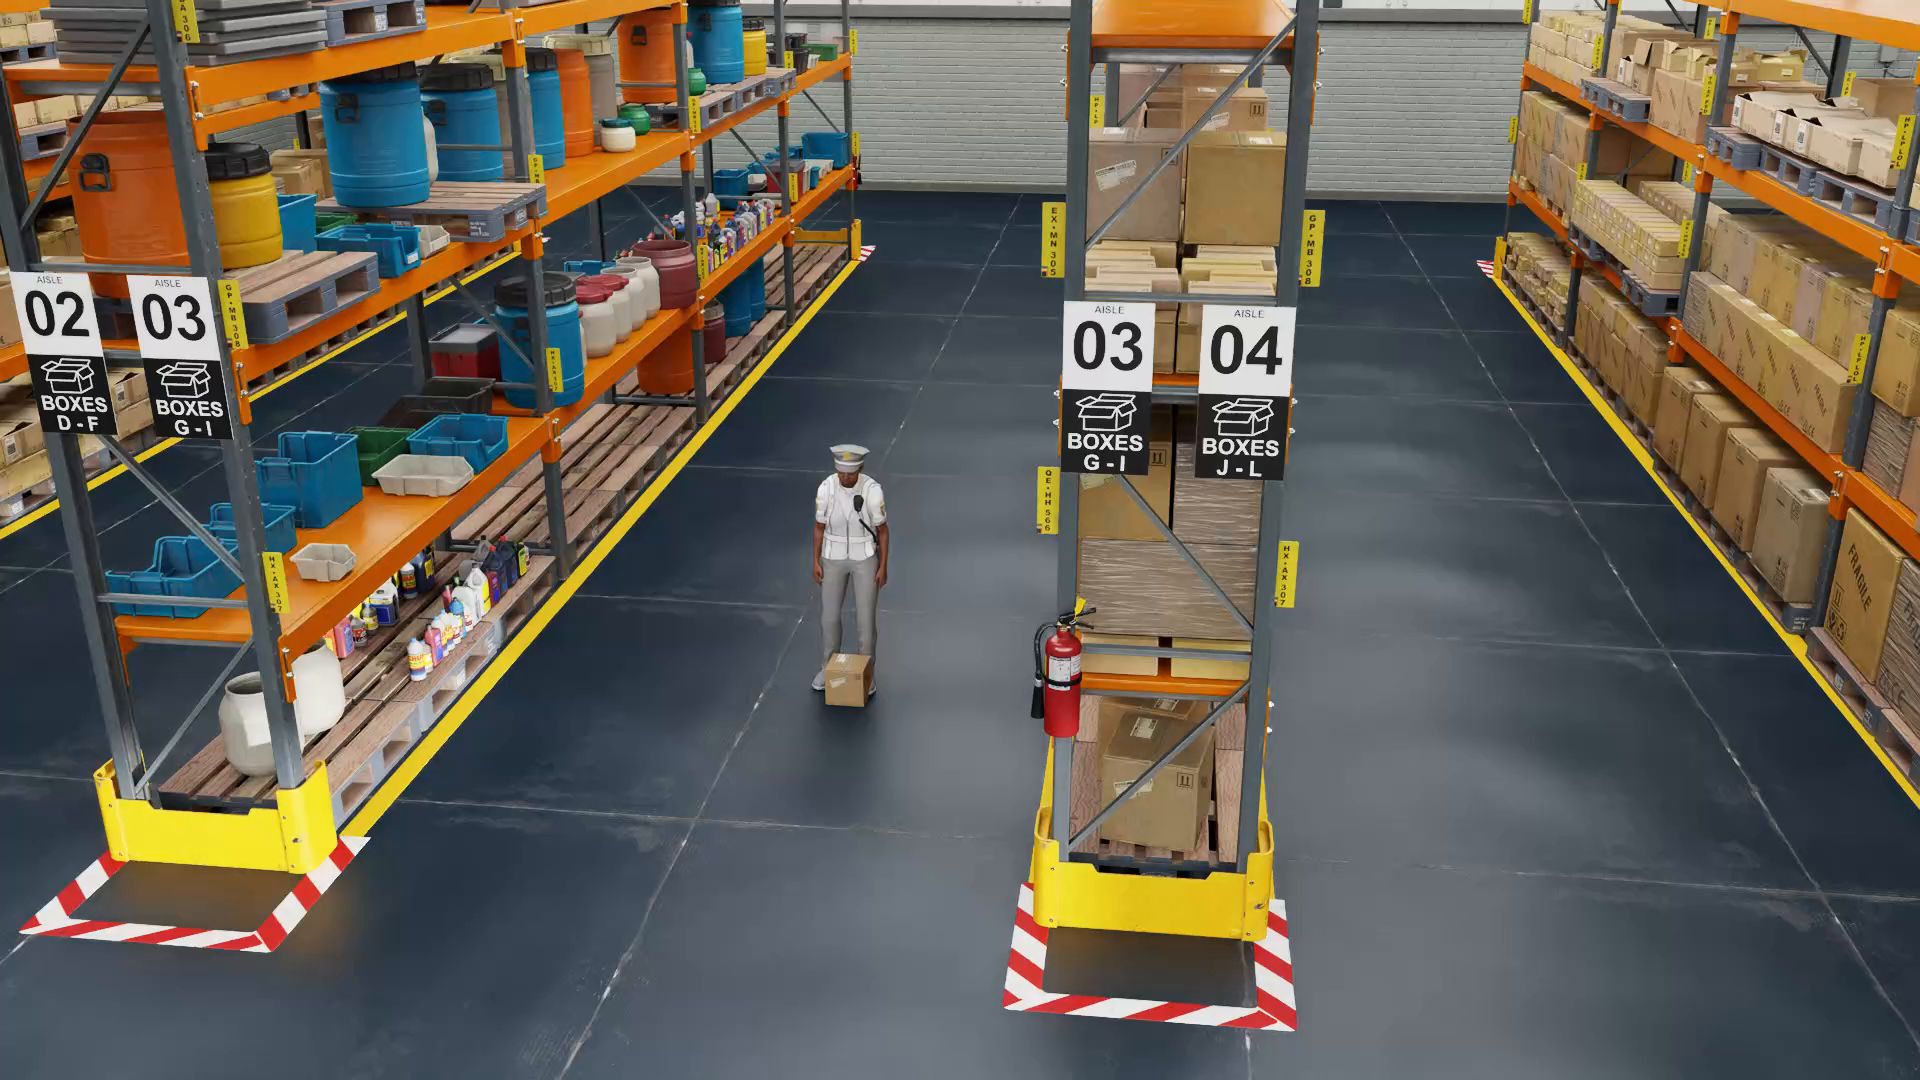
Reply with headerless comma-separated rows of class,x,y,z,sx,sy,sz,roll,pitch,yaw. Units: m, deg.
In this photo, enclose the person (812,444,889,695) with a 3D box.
person,-0.709,0.165,10.664,0.503,1.656,0.420,3,21,6
